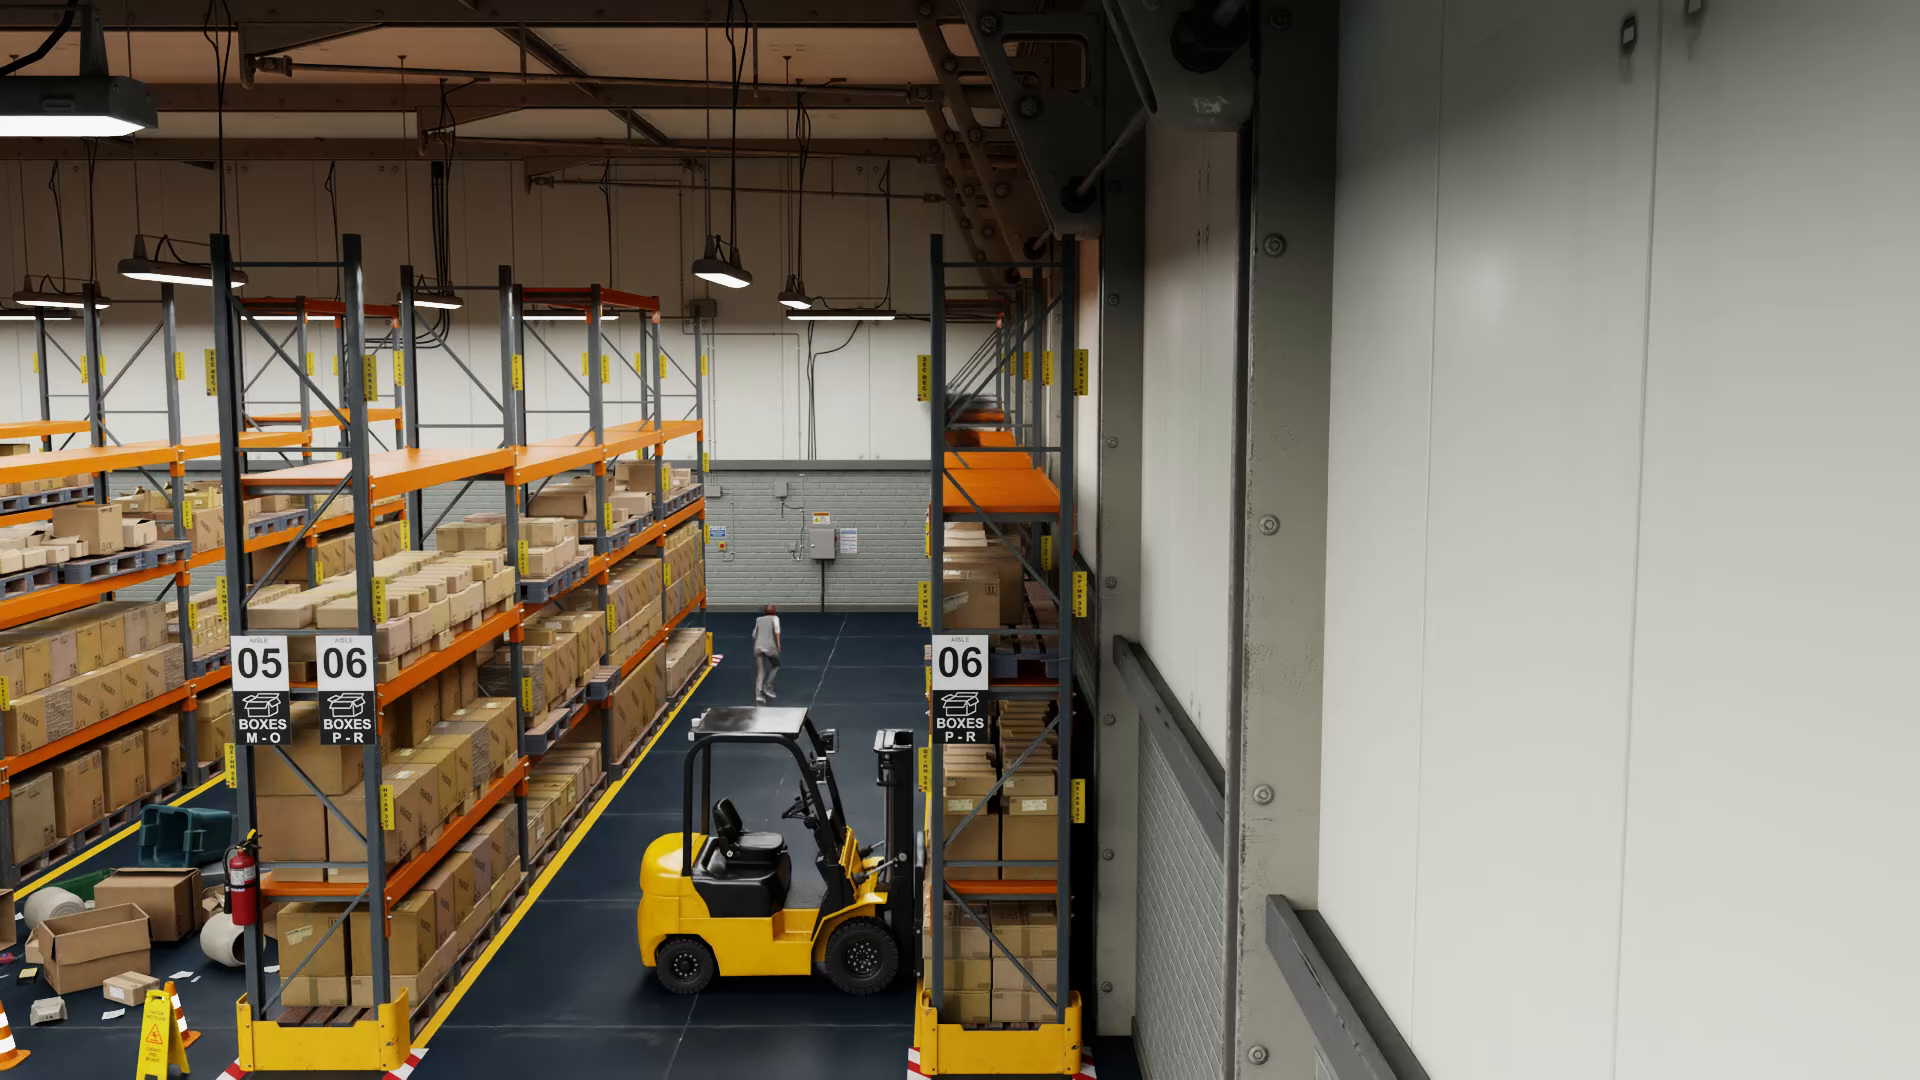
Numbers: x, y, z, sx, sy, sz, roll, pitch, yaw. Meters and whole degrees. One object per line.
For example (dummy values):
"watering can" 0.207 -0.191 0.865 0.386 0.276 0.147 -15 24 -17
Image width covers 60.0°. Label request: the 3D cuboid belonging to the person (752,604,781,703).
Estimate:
"person" -2.916 1.704 24.841 0.556 1.409 1.003 2 7 14
